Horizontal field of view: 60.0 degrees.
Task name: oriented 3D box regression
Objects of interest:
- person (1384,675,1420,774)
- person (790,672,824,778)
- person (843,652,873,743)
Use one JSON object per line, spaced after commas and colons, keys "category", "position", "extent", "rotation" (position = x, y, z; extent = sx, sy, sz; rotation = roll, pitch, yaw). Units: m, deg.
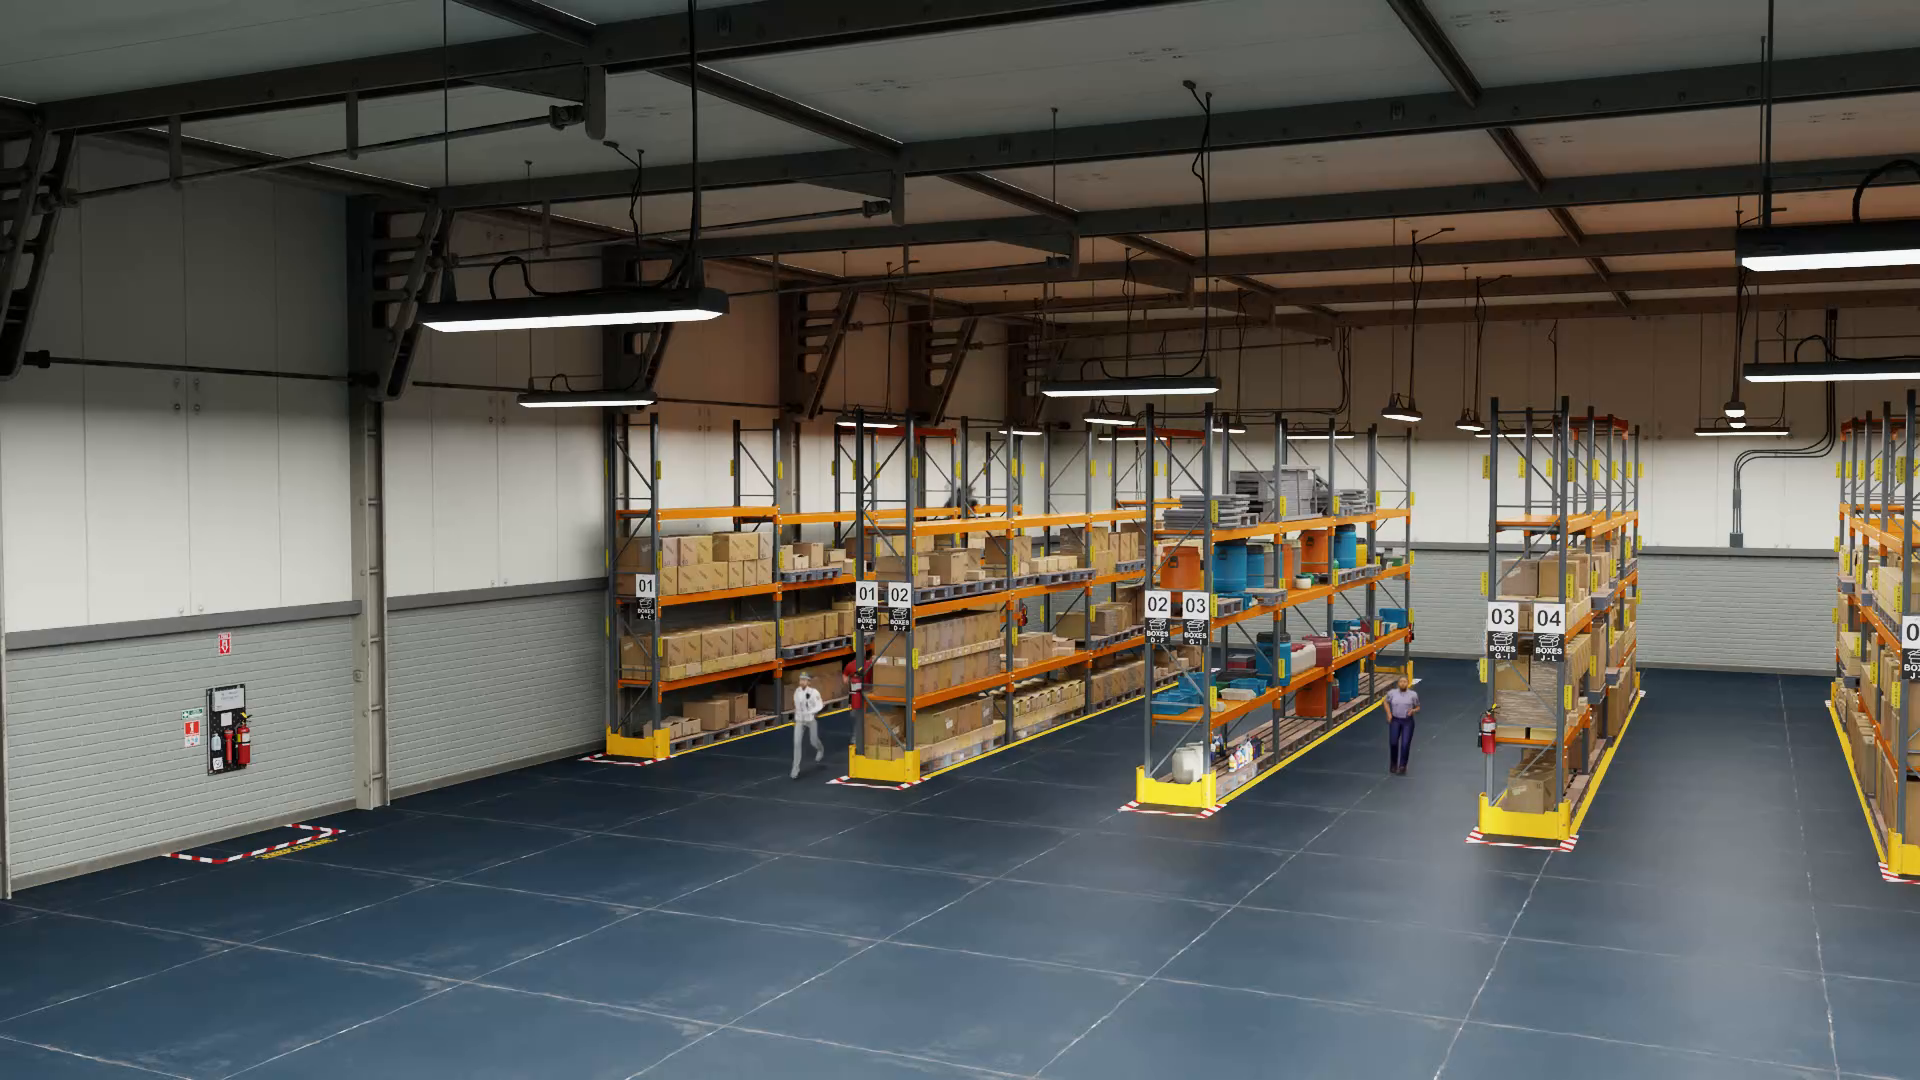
{"category": "person", "position": [7.259, 3.043, 27.326], "extent": [0.579, 1.642, 0.649], "rotation": [1, 2, 14]}
{"category": "person", "position": [-2.508, 3.014, 27.489], "extent": [0.579, 1.715, 1.078], "rotation": [1, 2, 15]}
{"category": "person", "position": [-1.844, 2.866, 30.865], "extent": [0.687, 1.720, 0.903], "rotation": [0, 2, 10]}
